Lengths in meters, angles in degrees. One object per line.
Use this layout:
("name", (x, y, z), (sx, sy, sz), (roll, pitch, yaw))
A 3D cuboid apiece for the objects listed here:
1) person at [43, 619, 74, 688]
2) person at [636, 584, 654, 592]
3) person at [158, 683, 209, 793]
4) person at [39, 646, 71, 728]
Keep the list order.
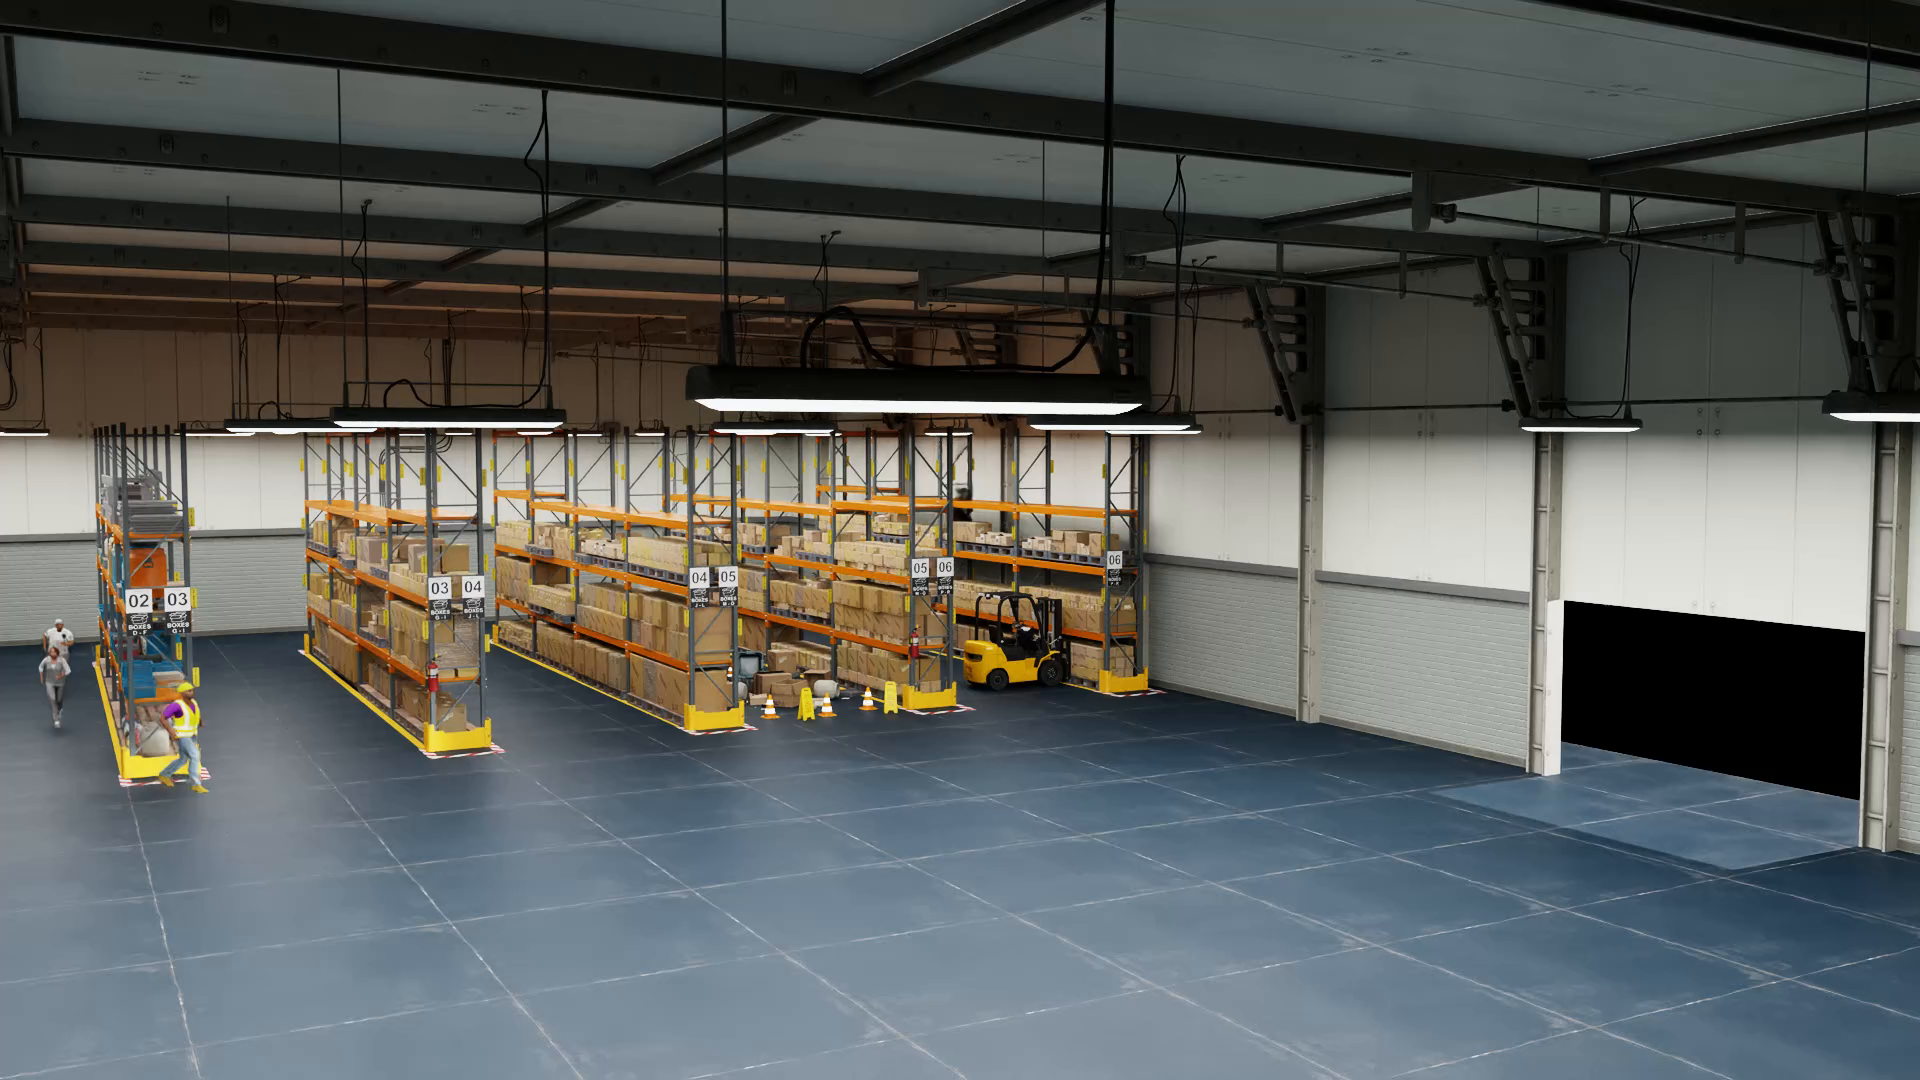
("person", (-20.471, 2.611, 37.778), (0.630, 1.662, 0.796), (-2, 4, -25))
("person", (-9.758, 1.793, 50.974), (0.651, 1.680, 0.544), (-3, 5, -41))
("person", (-12.585, 3.190, 26.989), (0.905, 1.770, 0.712), (0, 3, 5))
("person", (-18.099, 2.911, 33.273), (0.557, 1.597, 0.929), (-2, 4, -25))
